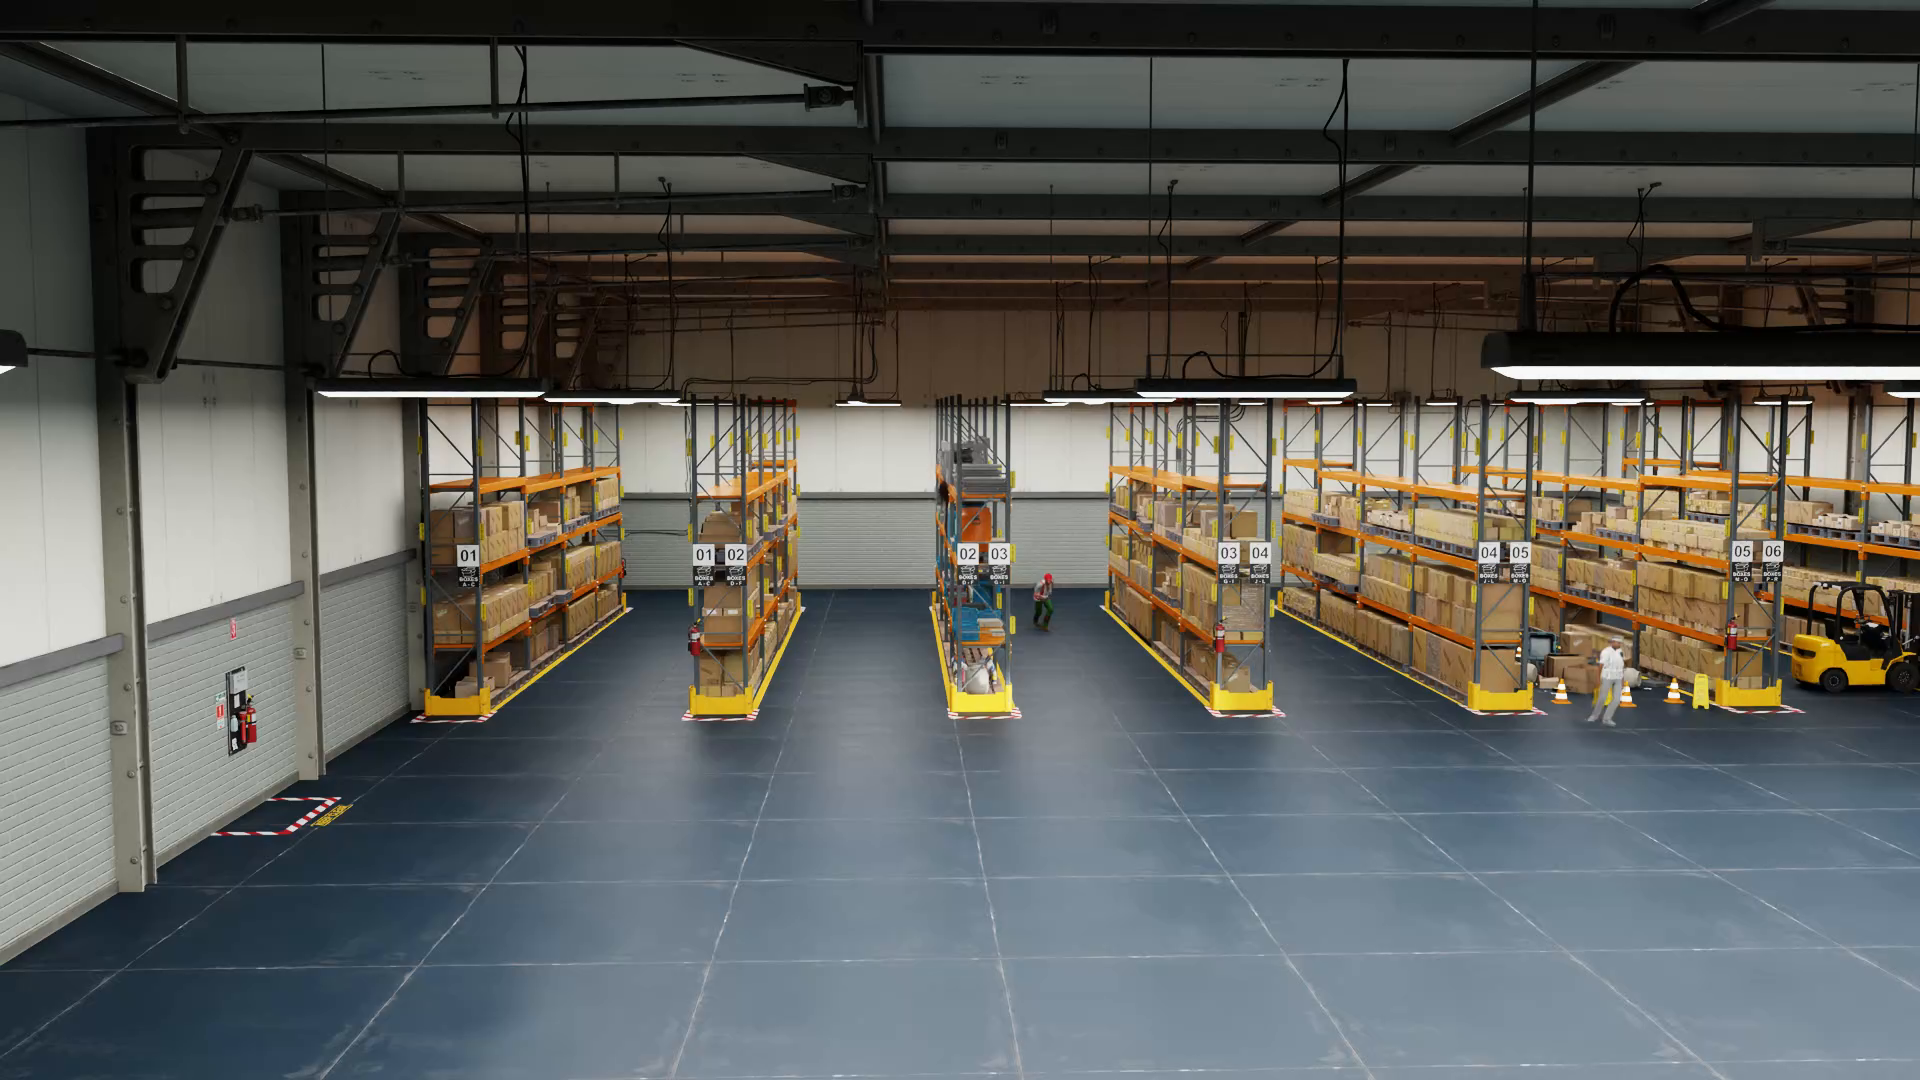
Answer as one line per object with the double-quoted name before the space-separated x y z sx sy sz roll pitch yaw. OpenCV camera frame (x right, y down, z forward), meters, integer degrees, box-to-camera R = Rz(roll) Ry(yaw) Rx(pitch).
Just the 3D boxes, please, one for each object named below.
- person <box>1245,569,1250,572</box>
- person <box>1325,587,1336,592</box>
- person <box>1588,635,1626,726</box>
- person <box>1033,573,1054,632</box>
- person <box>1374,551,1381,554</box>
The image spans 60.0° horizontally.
"person" 8.164 1.064 48.033 0.673 1.754 0.685 1 5 18
"person" 11.347 0.852 50.742 0.630 1.783 0.708 -3 5 -33
"person" 11.720 2.540 30.129 0.594 1.662 0.471 -1 5 -15
"person" 2.113 1.587 43.030 0.676 1.549 1.197 -2 5 -25
"person" 11.848 1.163 46.819 0.642 1.711 0.983 -2 5 -27
